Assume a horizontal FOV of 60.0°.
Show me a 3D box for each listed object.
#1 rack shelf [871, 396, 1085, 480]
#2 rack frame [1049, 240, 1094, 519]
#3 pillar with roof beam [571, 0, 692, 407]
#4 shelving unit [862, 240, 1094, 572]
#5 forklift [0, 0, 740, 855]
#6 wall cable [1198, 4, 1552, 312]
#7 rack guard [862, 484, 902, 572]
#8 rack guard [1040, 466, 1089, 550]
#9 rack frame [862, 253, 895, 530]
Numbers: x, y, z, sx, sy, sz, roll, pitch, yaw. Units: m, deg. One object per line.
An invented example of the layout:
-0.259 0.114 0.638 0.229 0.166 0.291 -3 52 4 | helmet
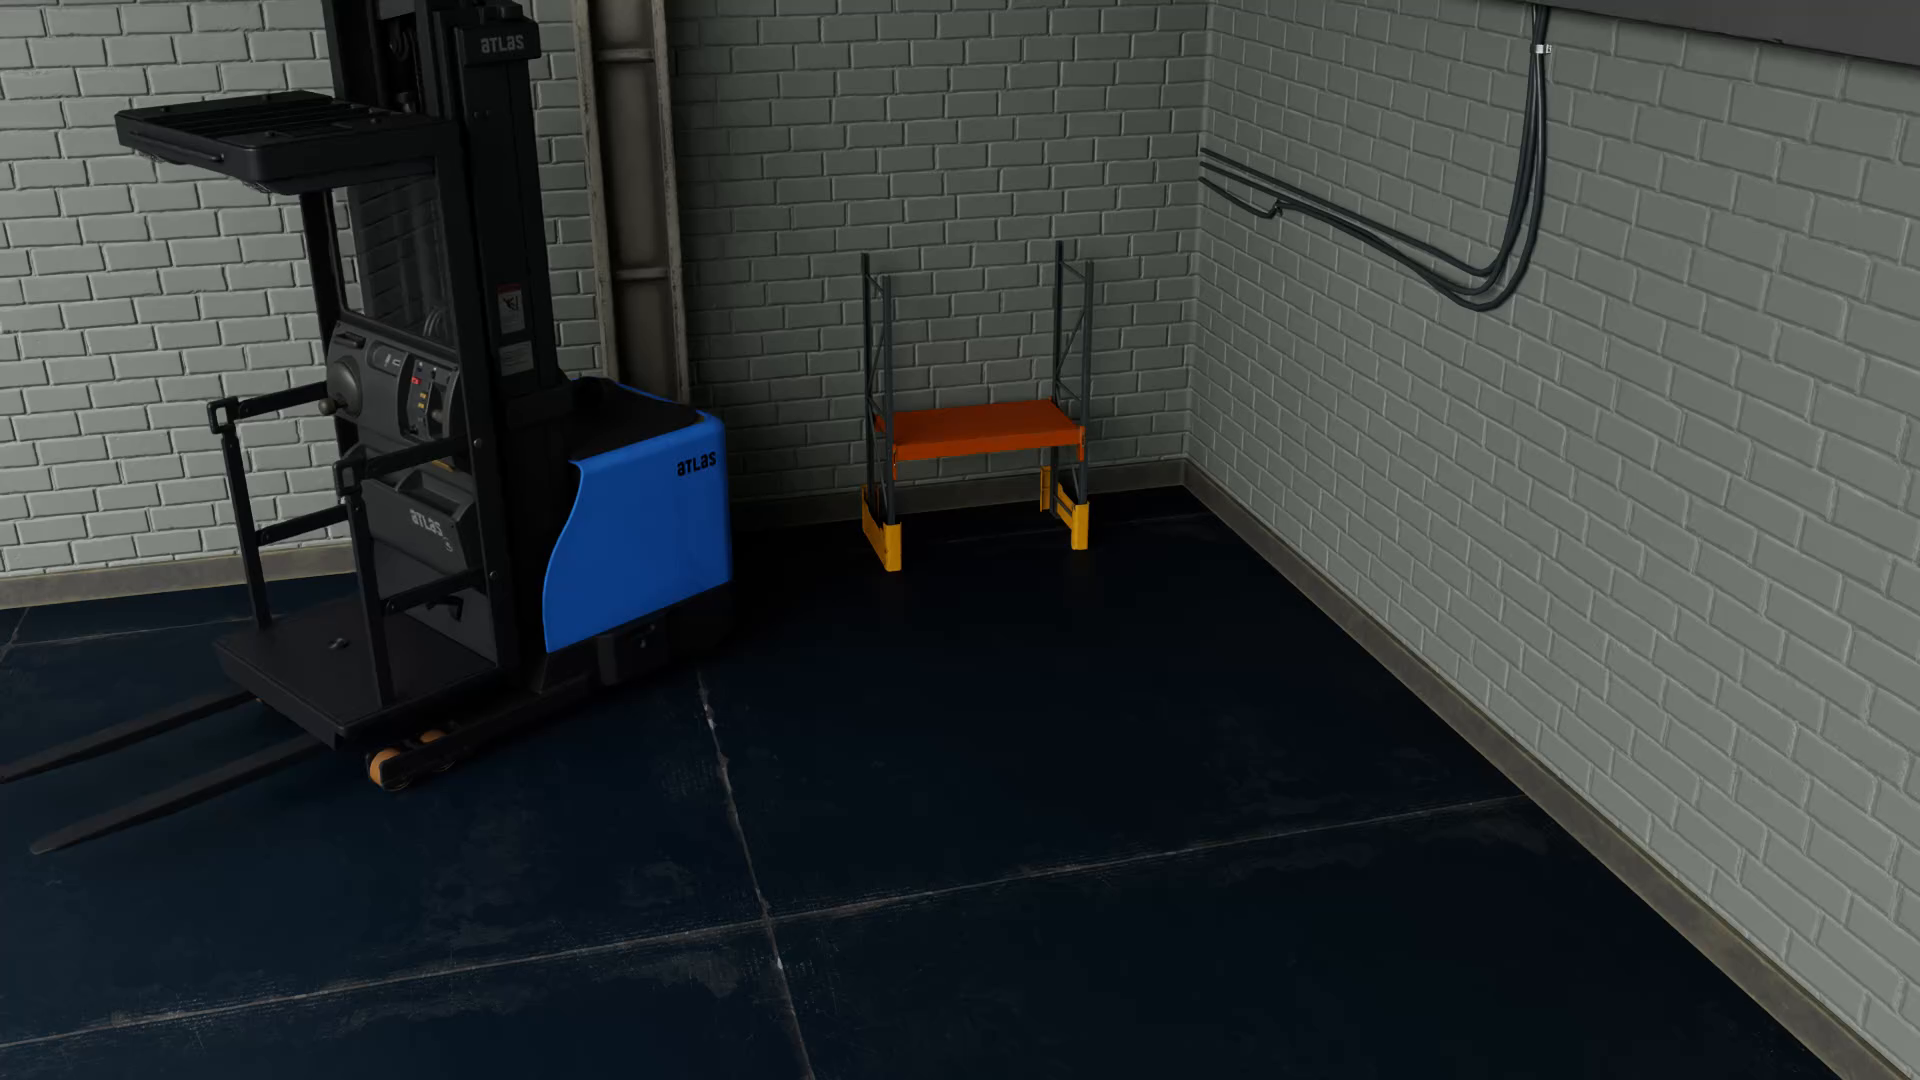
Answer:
0.082 -0.533 8.546 1.000 0.185 0.538 -6 24 -14 | rack shelf
0.572 -0.752 8.602 0.032 1.500 0.500 -6 24 -14 | rack frame
-0.397 -2.455 3.060 0.400 9.000 9.100 -6 24 -14 | pillar with roof beam
0.073 -0.697 8.473 1.083 1.500 0.587 -6 24 -14 | shelving unit
-2.382 -0.596 6.422 1.130 2.935 3.031 20 30 38 | forklift
1.634 -2.475 7.043 0.112 2.526 3.097 -6 24 -14 | wall cable
-0.406 -0.070 8.596 0.087 0.250 0.587 -6 24 -14 | rack guard
0.553 -0.176 8.843 0.087 0.250 0.587 -6 24 -14 | rack guard
-0.407 -0.644 8.349 0.032 1.500 0.500 -6 24 -14 | rack frame
